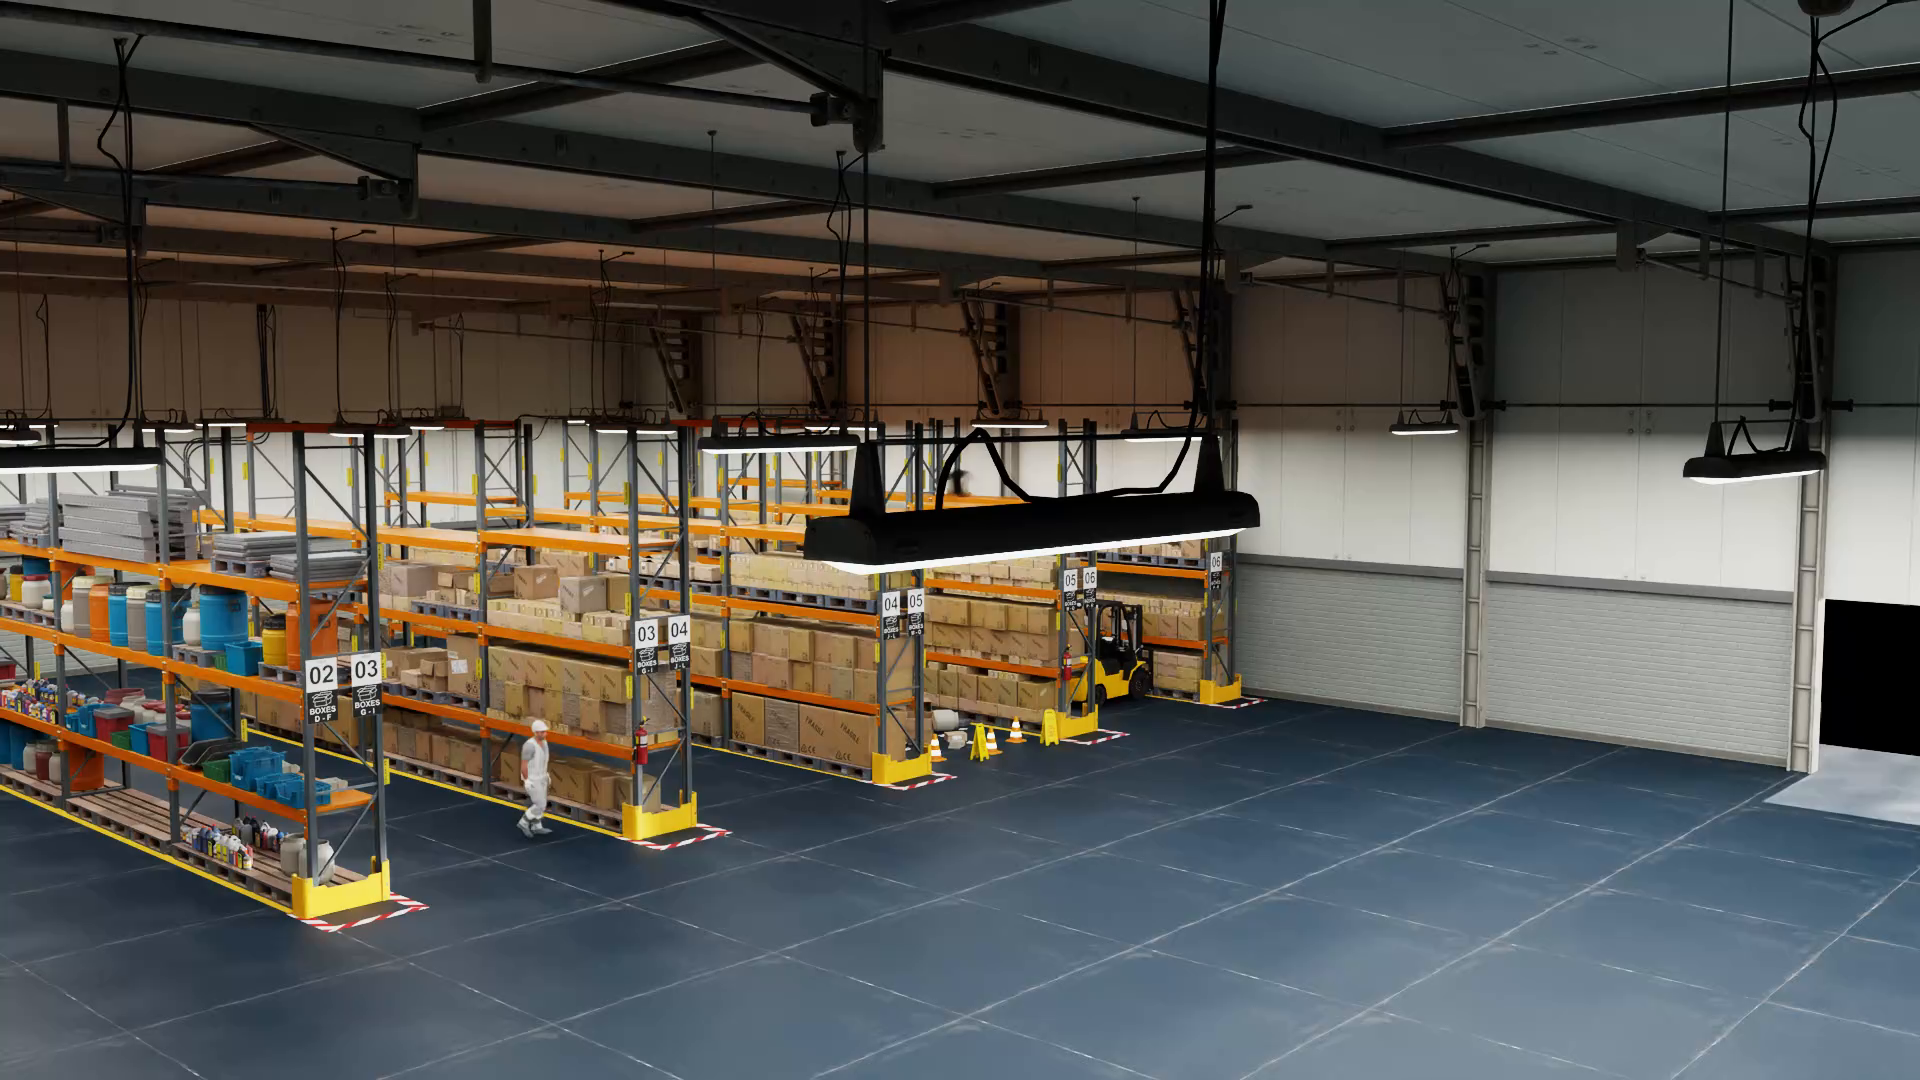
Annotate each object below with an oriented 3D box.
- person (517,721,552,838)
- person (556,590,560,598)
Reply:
[{"bbox_3d":[-6.153,3.475,24.195,0.507,1.754,0.641,1,5,13],"label":"person"},{"bbox_3d":[-10.502,1.912,43.192,0.664,1.759,0.978,4,6,43],"label":"person"}]
